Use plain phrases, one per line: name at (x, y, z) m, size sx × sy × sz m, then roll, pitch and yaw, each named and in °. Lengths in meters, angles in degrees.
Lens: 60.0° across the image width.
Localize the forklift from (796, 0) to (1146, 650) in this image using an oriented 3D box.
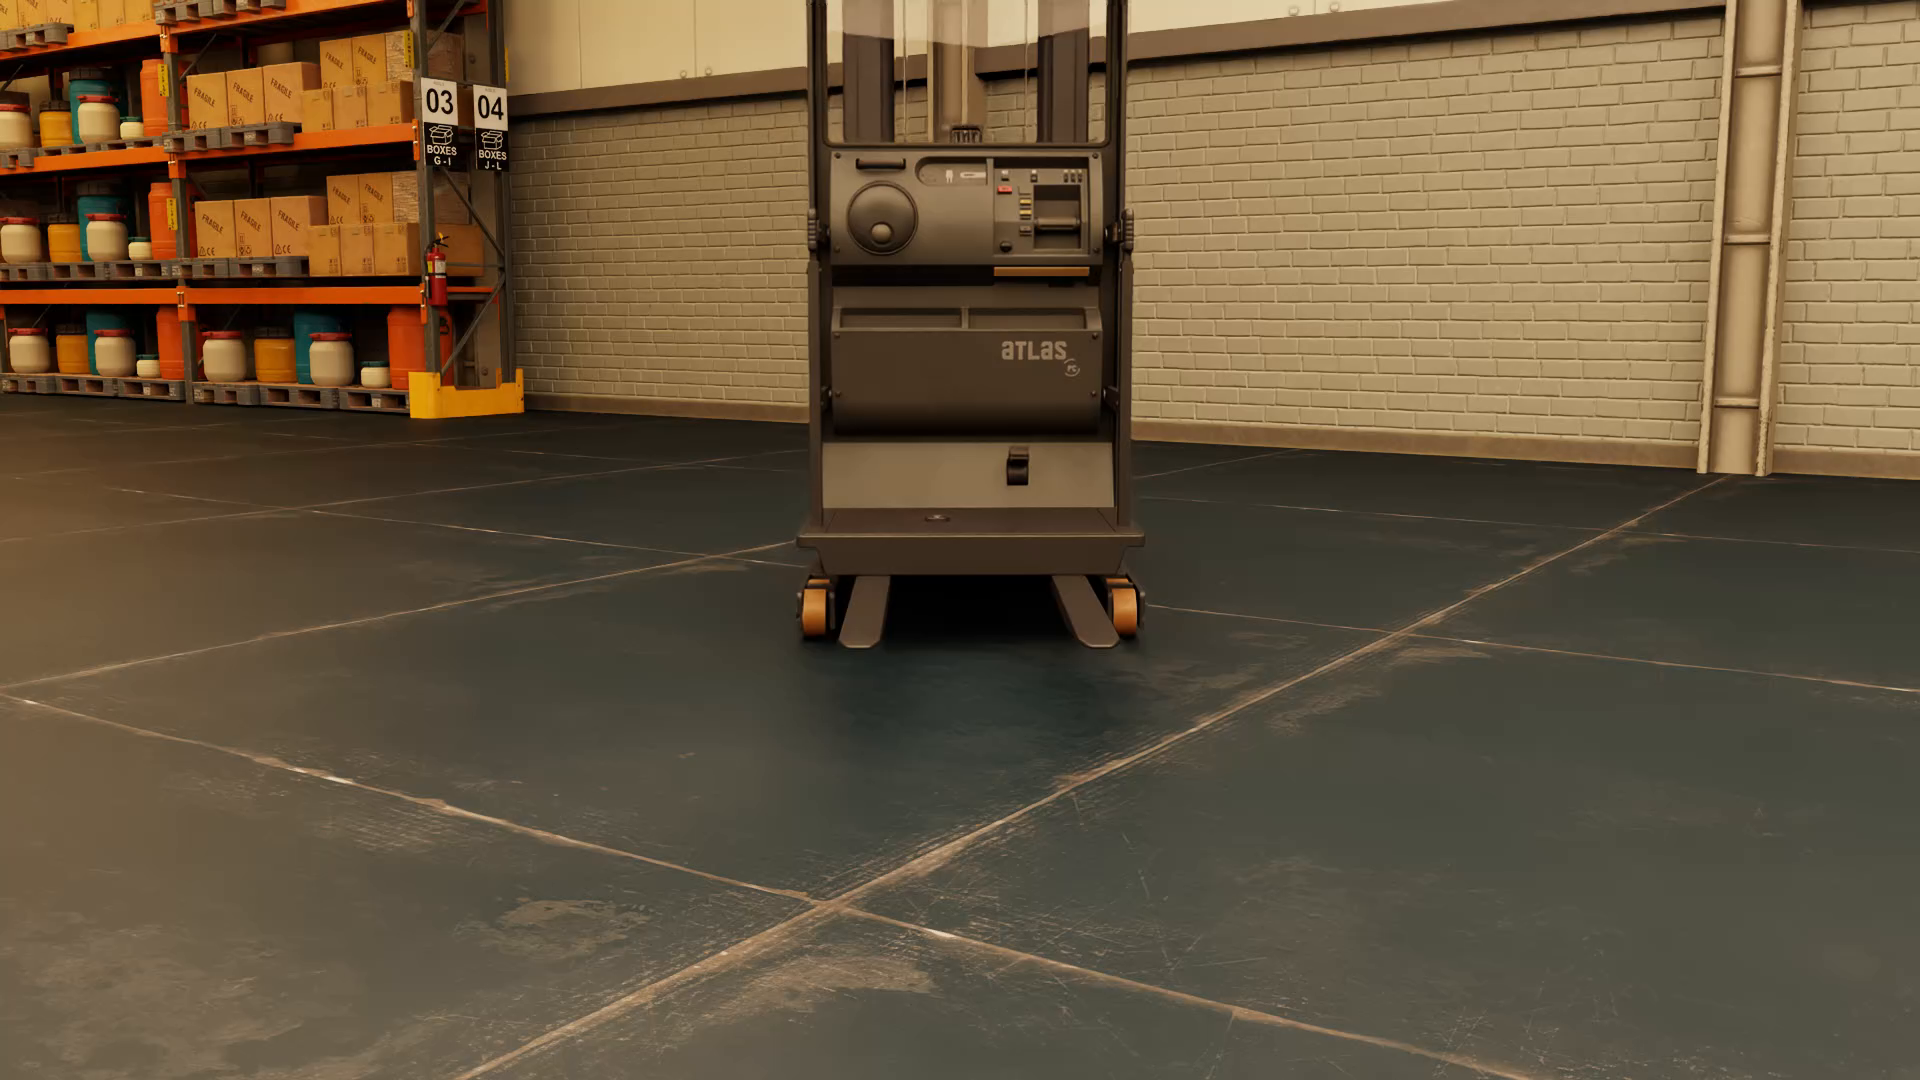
forklift at (0.028, -1.177, 5.472) m, size 1.130 × 2.935 × 3.031 m, roll 0°, pitch 8°, yaw -1°
